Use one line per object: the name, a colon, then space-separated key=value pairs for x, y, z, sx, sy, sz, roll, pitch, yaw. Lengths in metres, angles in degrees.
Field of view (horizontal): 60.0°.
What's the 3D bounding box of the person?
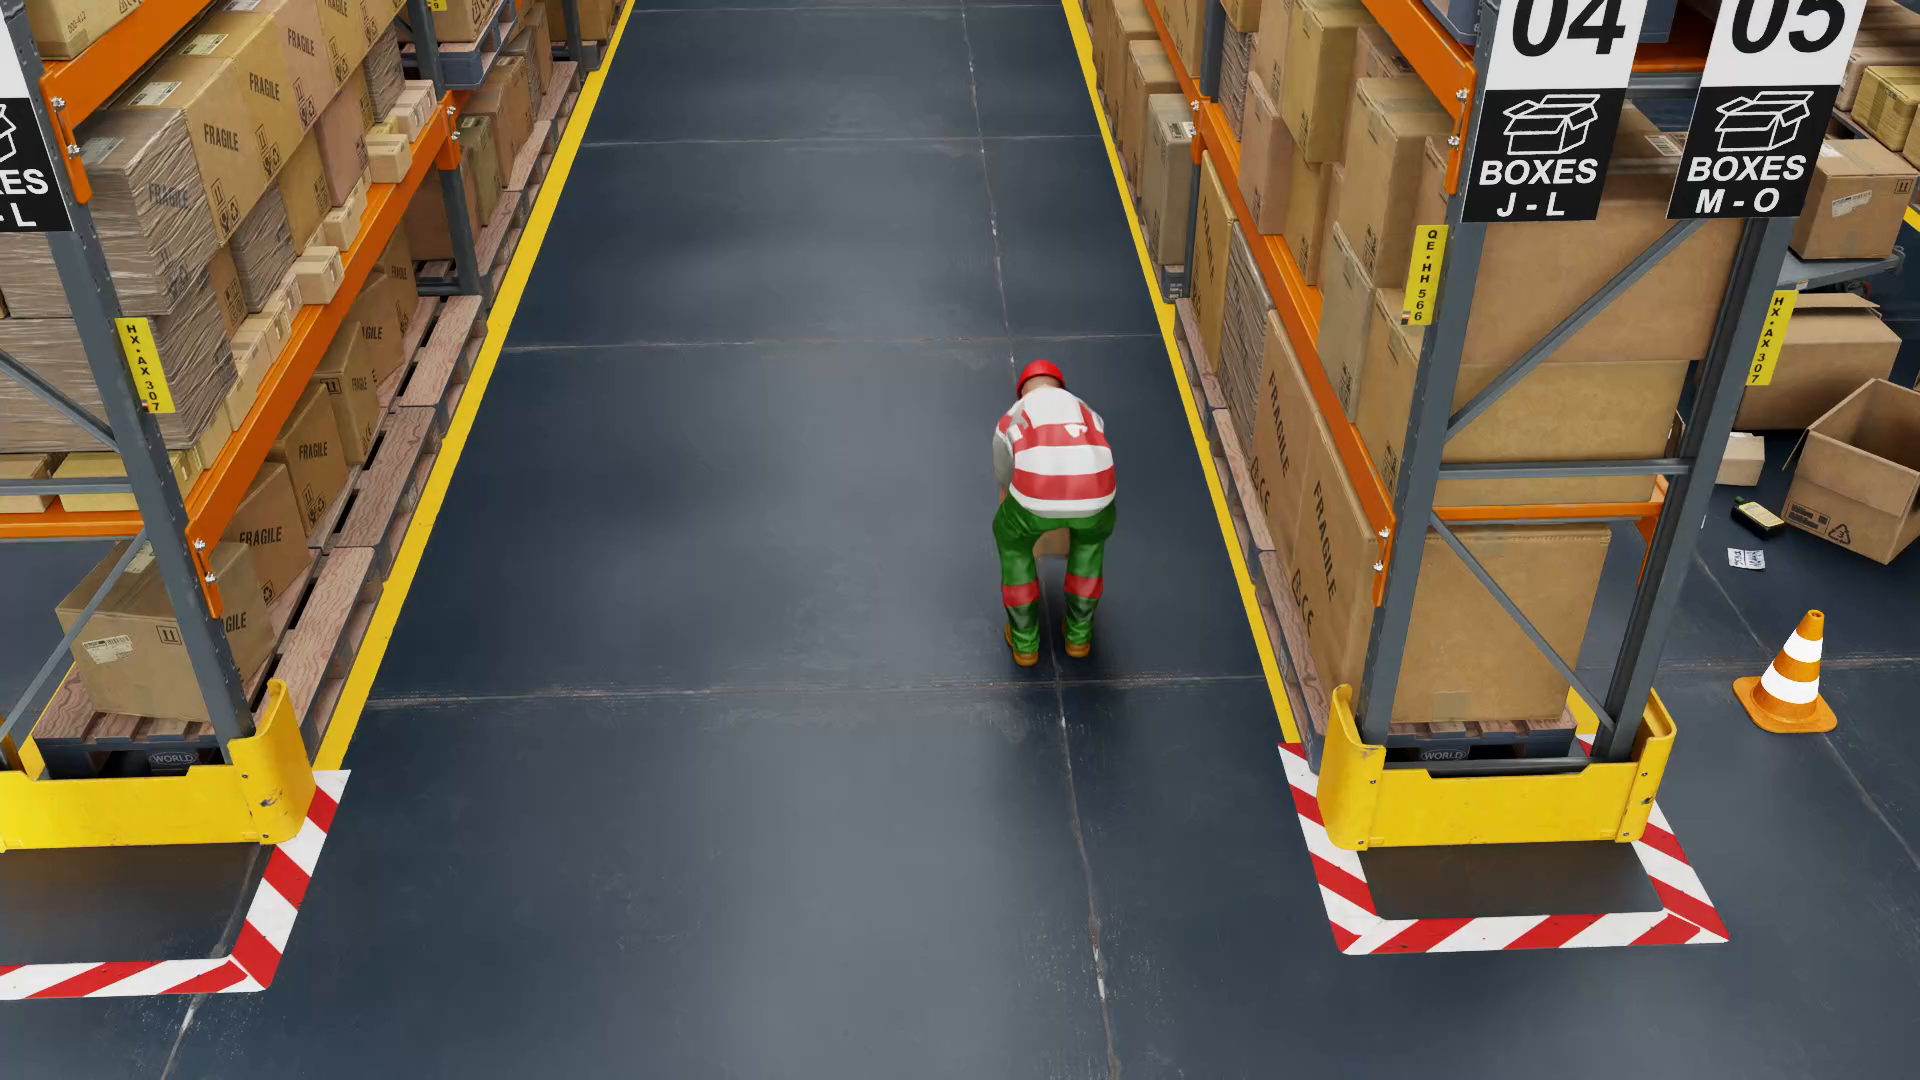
person: x=0.370 y=-0.323 z=6.587 sx=0.495 sy=1.786 sz=0.558 roll=-1 pitch=35 yaw=-2
